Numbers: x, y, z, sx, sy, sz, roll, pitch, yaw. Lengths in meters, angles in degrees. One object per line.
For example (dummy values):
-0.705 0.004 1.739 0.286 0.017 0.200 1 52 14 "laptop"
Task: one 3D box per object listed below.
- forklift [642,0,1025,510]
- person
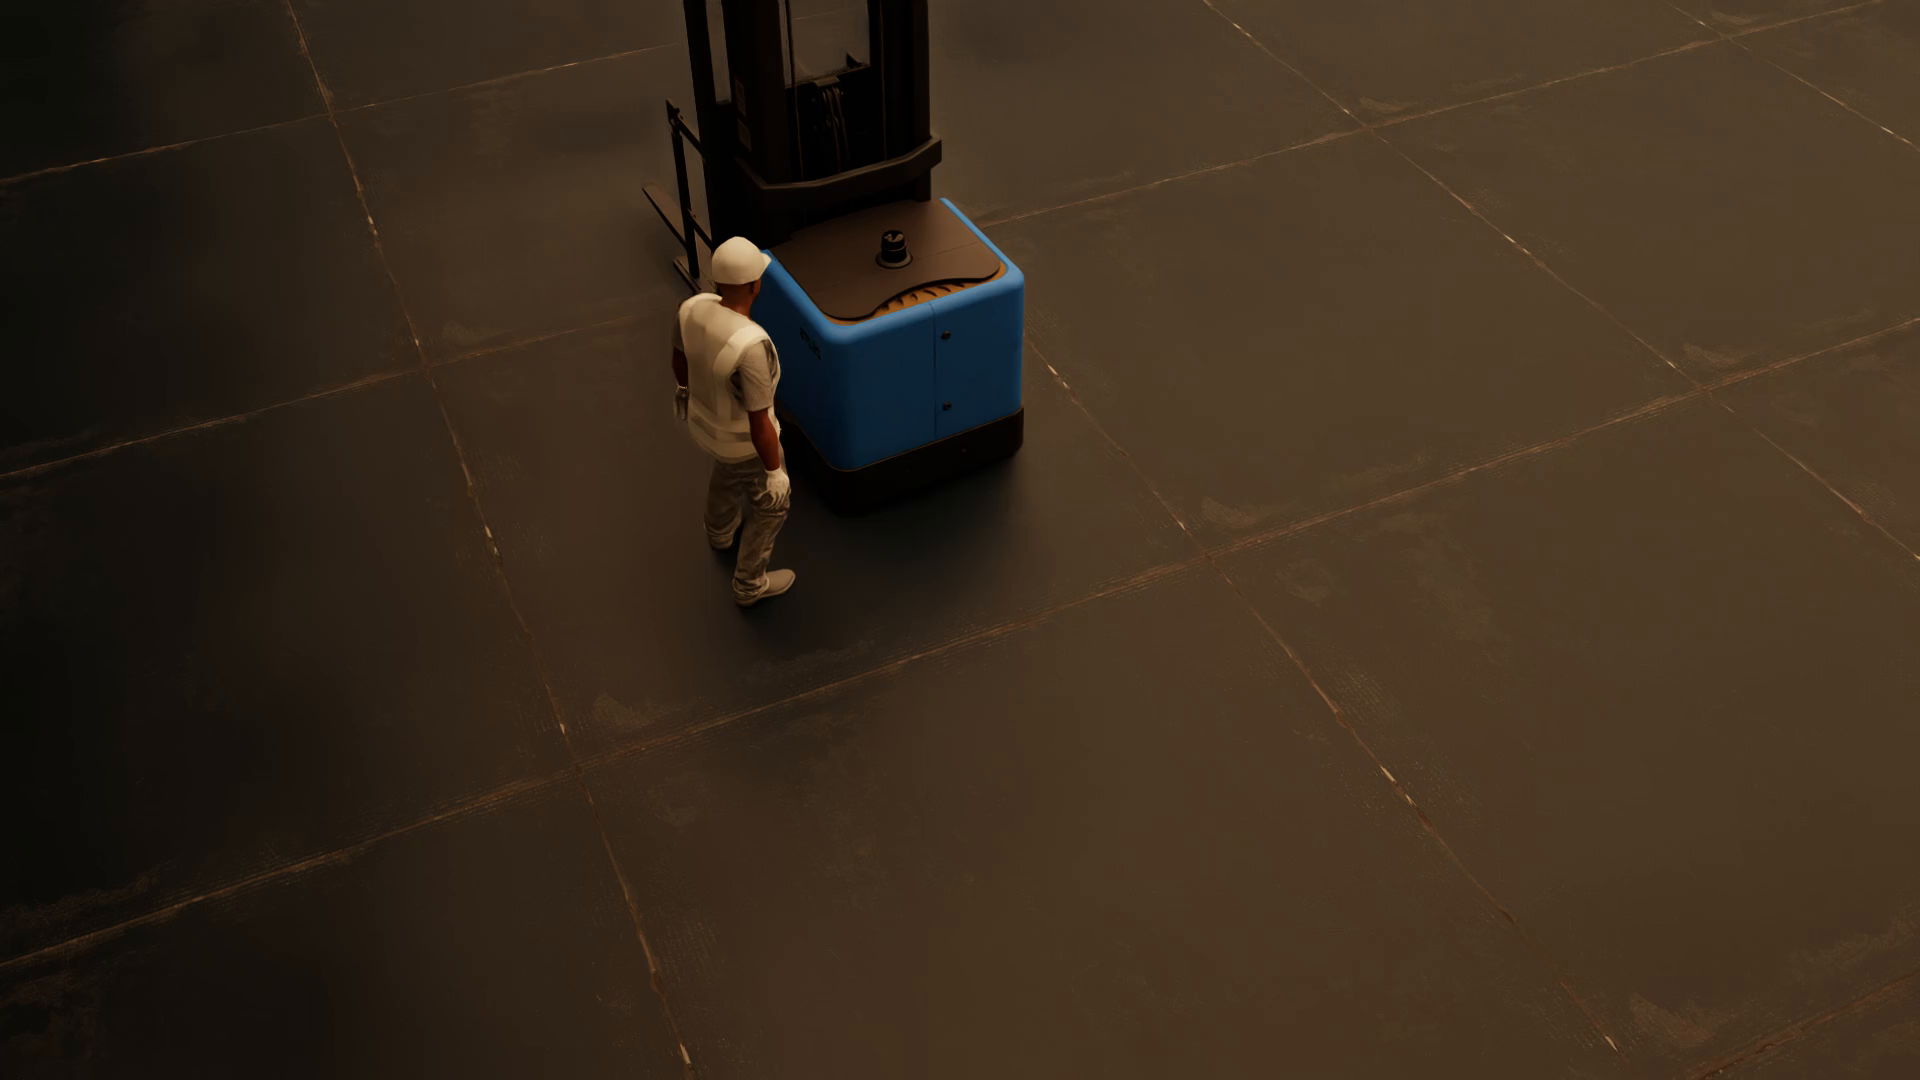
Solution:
-0.842 -2.212 8.051 1.130 2.935 3.031 -21 47 -21 "forklift"
-0.929 -0.500 7.088 0.440 1.746 0.877 -30 51 -28 "person"
